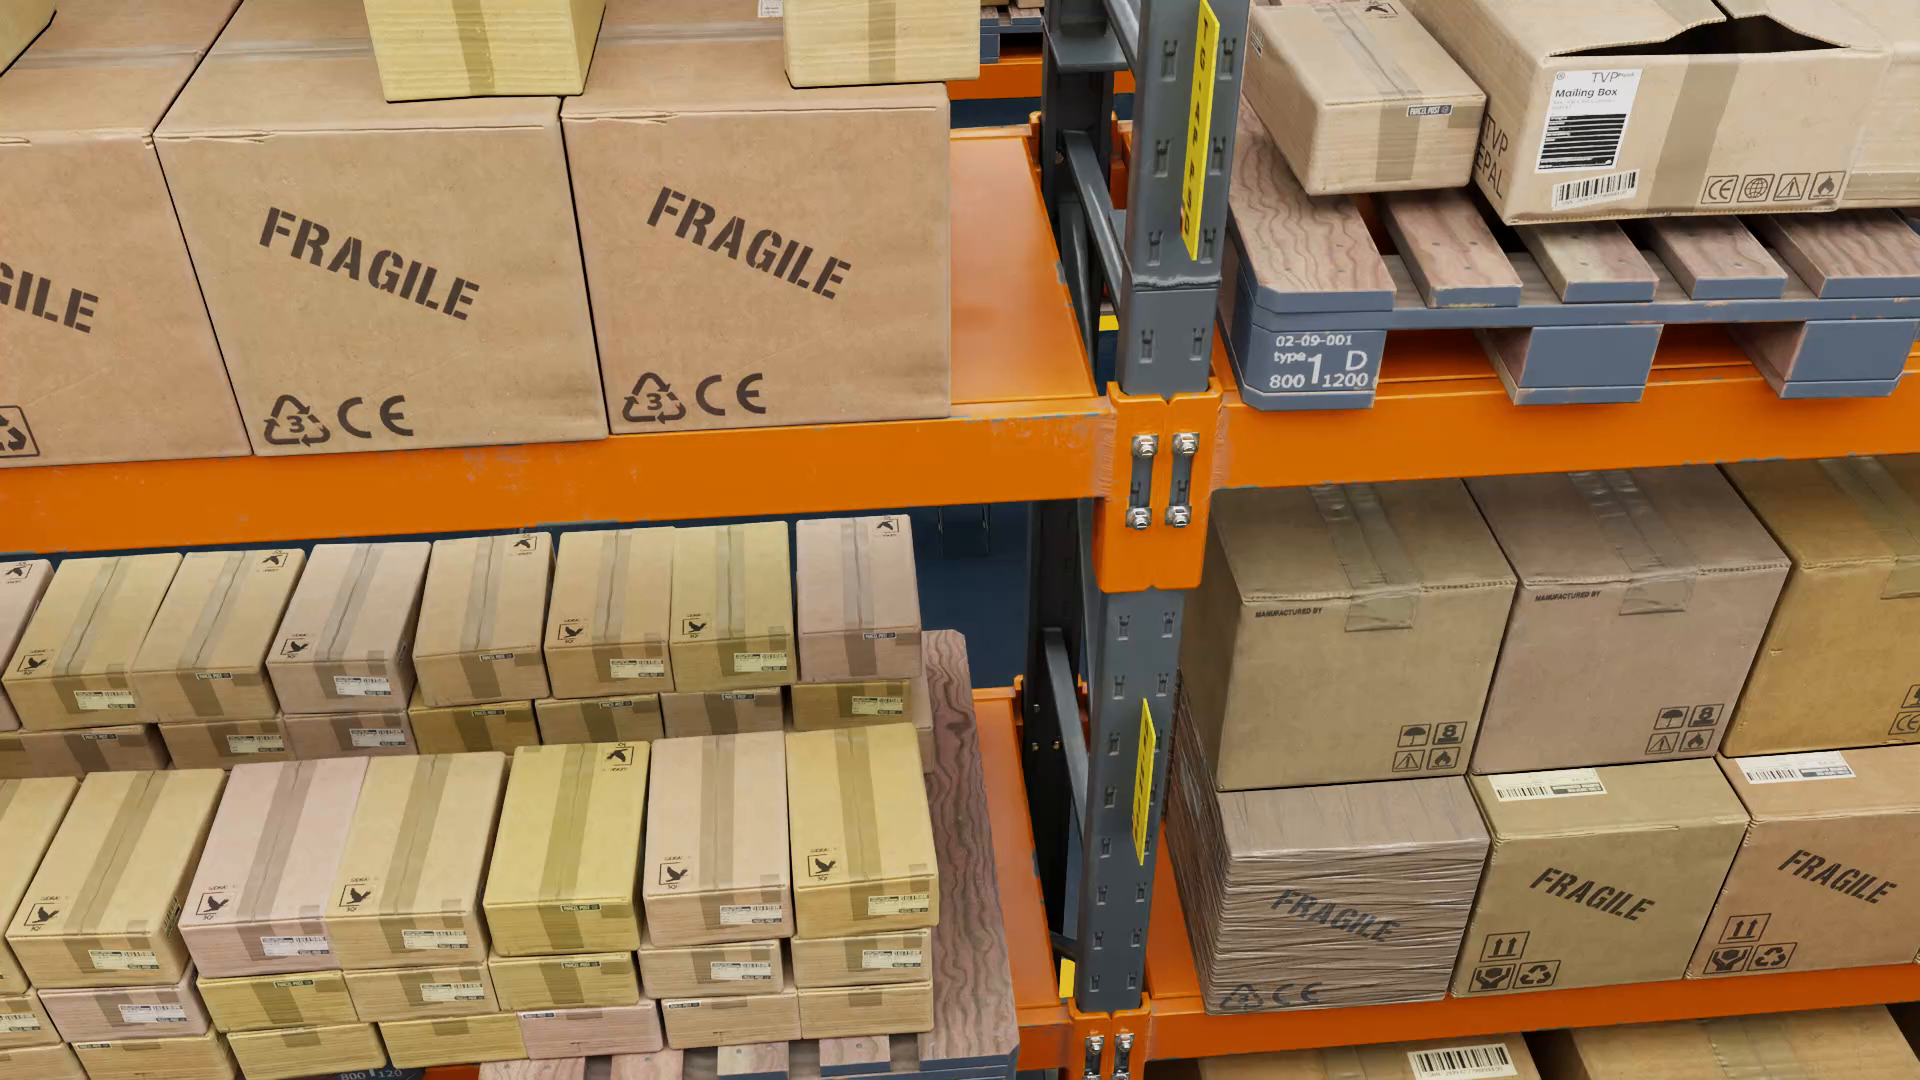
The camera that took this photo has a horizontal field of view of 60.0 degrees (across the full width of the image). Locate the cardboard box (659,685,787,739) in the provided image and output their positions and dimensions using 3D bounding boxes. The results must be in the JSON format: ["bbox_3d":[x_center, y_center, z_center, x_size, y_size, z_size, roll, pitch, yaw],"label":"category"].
[{"bbox_3d":[-0.506,0.251,3.634,0.250,0.149,0.380,-1,38,-2],"label":"cardboard box"}]

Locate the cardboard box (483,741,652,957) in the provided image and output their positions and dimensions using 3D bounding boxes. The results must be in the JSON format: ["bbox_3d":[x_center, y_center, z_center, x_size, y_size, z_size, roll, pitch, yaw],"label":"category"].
[{"bbox_3d":[-0.696,0.552,3.012,0.250,0.149,0.380,-2,38,-3],"label":"cardboard box"}]

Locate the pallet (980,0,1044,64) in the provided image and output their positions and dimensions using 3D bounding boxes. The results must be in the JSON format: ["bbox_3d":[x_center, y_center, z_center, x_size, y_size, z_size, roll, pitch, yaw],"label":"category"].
[{"bbox_3d":[0.424,-2.563,7.731,1.003,0.211,1.213,-3,38,-4],"label":"pallet"}]

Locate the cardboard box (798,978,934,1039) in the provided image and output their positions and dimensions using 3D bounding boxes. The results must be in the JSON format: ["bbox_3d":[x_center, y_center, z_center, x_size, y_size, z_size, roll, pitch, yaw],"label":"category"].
[{"bbox_3d":[-0.188,0.760,3.229,0.250,0.149,0.380,-3,38,-3],"label":"cardboard box"}]

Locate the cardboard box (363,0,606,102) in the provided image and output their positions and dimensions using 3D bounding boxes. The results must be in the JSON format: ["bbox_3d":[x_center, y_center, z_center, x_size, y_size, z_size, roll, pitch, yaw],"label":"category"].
[{"bbox_3d":[-0.626,-0.782,2.199,0.258,0.266,0.396,-3,38,-4],"label":"cardboard box"}]

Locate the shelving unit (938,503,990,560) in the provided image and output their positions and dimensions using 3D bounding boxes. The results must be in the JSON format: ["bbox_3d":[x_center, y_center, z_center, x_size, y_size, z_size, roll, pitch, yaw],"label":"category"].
[{"bbox_3d":[0.014,-0.472,6.379,0.189,1.200,0.258,-3,38,-4],"label":"shelving unit"}]

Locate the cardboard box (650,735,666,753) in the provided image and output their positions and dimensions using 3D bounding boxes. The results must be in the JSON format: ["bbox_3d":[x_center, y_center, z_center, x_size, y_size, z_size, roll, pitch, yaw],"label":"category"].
[{"bbox_3d":[-0.737,0.379,3.712,0.250,0.149,0.380,-1,38,-2],"label":"cardboard box"}]

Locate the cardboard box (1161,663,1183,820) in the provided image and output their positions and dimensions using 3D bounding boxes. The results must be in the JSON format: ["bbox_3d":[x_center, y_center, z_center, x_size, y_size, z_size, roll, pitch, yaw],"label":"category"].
[{"bbox_3d":[0.688,0.286,3.885,0.500,0.500,0.500,-3,38,-4],"label":"cardboard box"}]

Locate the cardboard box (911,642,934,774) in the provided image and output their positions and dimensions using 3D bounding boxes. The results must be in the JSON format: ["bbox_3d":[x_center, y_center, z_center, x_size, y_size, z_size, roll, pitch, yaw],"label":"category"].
[{"bbox_3d":[-0.201,0.349,3.750,0.250,0.149,0.380,-4,38,-5],"label":"cardboard box"}]

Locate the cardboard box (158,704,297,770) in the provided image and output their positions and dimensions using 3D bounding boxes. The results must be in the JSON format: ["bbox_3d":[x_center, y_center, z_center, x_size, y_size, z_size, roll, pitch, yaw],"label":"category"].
[{"bbox_3d":[-1.519,0.307,3.563,0.250,0.149,0.380,-3,38,-4],"label":"cardboard box"}]

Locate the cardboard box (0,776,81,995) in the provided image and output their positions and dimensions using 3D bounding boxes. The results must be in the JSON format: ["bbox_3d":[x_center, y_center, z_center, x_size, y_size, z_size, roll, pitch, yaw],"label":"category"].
[{"bbox_3d":[-1.732,0.609,2.940,0.250,0.149,0.380,-2,38,-3],"label":"cardboard box"}]

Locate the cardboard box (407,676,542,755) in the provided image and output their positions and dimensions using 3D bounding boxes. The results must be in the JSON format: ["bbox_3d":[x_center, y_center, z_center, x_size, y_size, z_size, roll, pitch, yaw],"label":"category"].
[{"bbox_3d":[-1.023,0.282,3.595,0.250,0.149,0.380,-3,38,-4],"label":"cardboard box"}]

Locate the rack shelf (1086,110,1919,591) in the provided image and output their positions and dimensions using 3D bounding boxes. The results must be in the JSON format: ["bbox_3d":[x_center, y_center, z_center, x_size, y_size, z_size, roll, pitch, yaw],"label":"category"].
[{"bbox_3d":[2.255,-0.489,3.108,4.000,0.370,1.077,-3,38,-4],"label":"rack shelf"}]

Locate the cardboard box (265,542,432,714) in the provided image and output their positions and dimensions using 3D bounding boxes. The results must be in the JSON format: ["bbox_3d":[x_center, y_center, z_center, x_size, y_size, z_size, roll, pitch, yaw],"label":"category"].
[{"bbox_3d":[-1.260,0.179,3.485,0.250,0.149,0.380,-1,38,-2],"label":"cardboard box"}]

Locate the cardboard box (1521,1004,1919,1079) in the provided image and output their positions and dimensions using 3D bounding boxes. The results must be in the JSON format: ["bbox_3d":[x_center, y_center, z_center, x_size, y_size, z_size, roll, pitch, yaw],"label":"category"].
[{"bbox_3d":[1.748,1.206,4.277,0.750,0.750,1.050,-3,38,-3],"label":"cardboard box"}]

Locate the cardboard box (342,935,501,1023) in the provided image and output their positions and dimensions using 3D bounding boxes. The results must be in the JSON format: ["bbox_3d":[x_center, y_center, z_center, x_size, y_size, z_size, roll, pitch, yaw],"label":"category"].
[{"bbox_3d":[-0.966,0.686,3.083,0.250,0.149,0.380,-3,38,-4],"label":"cardboard box"}]

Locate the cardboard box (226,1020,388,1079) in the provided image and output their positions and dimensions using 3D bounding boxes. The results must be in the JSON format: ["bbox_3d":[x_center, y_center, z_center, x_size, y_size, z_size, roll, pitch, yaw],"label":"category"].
[{"bbox_3d":[-1.208,0.814,3.161,0.250,0.149,0.380,-5,39,-6],"label":"cardboard box"}]

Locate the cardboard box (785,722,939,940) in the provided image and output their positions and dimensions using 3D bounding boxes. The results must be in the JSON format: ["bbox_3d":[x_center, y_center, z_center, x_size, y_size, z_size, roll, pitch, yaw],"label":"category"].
[{"bbox_3d":[-0.185,0.525,3.046,0.250,0.149,0.380,-5,39,-6],"label":"cardboard box"}]

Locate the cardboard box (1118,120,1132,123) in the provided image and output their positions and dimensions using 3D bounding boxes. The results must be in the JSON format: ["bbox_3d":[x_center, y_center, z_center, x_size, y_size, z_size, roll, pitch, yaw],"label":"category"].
[{"bbox_3d":[1.022,-1.737,8.312,0.625,0.372,0.950,-4,38,-5],"label":"cardboard box"}]

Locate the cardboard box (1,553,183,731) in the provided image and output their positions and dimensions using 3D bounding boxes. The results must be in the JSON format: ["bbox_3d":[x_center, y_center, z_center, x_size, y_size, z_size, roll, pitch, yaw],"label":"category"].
[{"bbox_3d":[-1.772,0.206,3.451,0.250,0.149,0.380,-4,38,-5],"label":"cardboard box"}]

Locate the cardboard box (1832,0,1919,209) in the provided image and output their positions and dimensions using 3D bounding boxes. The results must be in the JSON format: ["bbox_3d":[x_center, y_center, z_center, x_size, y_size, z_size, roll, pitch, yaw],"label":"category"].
[{"bbox_3d":[1.502,-0.739,2.545,0.500,0.250,0.500,-2,38,-3],"label":"cardboard box"}]

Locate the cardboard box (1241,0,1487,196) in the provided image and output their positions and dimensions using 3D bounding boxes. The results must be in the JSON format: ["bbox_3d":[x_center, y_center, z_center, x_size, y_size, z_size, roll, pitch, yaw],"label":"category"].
[{"bbox_3d":[0.610,-0.687,2.561,0.250,0.149,0.380,-5,39,-6],"label":"cardboard box"}]

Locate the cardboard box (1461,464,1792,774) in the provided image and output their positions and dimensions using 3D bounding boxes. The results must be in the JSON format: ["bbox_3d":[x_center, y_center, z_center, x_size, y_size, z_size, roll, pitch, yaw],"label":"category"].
[{"bbox_3d":[1.215,0.037,3.394,0.500,0.500,0.700,-4,38,-5],"label":"cardboard box"}]

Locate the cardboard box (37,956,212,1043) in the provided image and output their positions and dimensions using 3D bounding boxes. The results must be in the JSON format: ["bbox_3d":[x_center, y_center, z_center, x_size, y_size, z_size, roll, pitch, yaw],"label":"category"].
[{"bbox_3d":[-1.473,0.713,3.049,0.250,0.149,0.380,-2,38,-3],"label":"cardboard box"}]

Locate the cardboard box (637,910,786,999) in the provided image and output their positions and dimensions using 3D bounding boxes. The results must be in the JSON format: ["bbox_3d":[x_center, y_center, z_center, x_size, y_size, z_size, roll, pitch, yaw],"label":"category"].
[{"bbox_3d":[-0.455,0.656,3.120,0.250,0.149,0.380,-2,38,-2],"label":"cardboard box"}]

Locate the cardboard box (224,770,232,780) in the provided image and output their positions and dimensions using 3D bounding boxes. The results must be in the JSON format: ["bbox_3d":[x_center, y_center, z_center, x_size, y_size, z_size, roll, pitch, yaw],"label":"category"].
[{"bbox_3d":[-1.521,0.423,3.656,0.250,0.149,0.380,-3,38,-3],"label":"cardboard box"}]

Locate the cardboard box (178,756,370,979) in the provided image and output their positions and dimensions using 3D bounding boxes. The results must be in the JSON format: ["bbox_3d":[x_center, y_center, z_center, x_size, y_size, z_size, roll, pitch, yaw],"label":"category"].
[{"bbox_3d":[-1.202,0.579,2.978,0.250,0.149,0.380,-3,38,-4],"label":"cardboard box"}]

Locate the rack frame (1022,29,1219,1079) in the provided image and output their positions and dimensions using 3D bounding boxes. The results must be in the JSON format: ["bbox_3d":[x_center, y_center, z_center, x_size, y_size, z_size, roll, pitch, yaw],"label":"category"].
[{"bbox_3d":[0.263,0.515,3.675,0.127,3.000,1.000,-3,38,-4],"label":"rack frame"}]

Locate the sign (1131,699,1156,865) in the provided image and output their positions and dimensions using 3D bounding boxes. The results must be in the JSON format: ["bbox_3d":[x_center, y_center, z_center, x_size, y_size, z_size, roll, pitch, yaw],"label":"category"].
[{"bbox_3d":[0.320,0.426,2.917,0.005,0.325,0.100,-3,38,-4],"label":"sign"}]

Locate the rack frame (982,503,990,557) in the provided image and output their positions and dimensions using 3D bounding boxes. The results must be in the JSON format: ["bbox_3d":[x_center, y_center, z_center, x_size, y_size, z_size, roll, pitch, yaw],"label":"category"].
[{"bbox_3d":[0.106,-0.477,6.386,0.006,1.200,0.240,-3,38,-4],"label":"rack frame"}]

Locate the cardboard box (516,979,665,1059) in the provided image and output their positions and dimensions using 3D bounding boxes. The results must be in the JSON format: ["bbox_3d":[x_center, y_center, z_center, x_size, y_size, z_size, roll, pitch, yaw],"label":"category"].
[{"bbox_3d":[-0.691,0.787,3.195,0.250,0.149,0.380,-3,38,-3],"label":"cardboard box"}]

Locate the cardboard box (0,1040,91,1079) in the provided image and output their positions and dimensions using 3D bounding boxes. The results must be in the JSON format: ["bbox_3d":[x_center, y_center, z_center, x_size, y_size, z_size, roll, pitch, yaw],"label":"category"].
[{"bbox_3d":[-1.737,0.844,3.122,0.250,0.149,0.380,-5,39,-6],"label":"cardboard box"}]

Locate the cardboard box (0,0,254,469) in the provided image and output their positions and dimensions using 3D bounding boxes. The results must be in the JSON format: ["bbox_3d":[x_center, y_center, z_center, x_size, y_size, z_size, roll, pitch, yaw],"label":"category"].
[{"bbox_3d":[-1.279,-0.453,2.400,0.500,0.500,0.500,-3,38,-4],"label":"cardboard box"}]

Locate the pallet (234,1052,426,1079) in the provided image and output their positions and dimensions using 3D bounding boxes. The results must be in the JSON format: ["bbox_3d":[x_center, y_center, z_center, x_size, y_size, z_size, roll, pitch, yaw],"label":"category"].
[{"bbox_3d":[-1.705,0.725,3.565,1.213,0.211,1.003,-3,38,-4],"label":"pallet"}]

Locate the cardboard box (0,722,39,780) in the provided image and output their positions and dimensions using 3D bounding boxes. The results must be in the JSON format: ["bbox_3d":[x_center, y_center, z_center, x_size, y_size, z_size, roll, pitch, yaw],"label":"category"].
[{"bbox_3d":[-2.030,0.334,3.529,0.250,0.149,0.380,-3,38,-4],"label":"cardboard box"}]

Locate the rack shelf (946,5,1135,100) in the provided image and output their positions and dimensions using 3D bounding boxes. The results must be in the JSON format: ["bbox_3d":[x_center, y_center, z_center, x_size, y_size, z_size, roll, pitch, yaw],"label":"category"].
[{"bbox_3d":[1.716,-2.360,7.901,4.000,0.370,1.077,-3,38,-4],"label":"rack shelf"}]

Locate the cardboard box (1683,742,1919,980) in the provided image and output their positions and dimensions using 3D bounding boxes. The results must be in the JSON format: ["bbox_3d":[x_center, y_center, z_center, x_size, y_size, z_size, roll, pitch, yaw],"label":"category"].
[{"bbox_3d":[1.743,0.561,3.537,0.500,0.500,0.500,-3,38,-4],"label":"cardboard box"}]

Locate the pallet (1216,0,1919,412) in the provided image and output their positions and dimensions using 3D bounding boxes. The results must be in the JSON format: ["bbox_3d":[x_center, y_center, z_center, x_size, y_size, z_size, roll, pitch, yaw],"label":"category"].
[{"bbox_3d":[0.900,-0.656,2.891,1.003,0.211,1.213,-1,38,-2],"label":"pallet"}]

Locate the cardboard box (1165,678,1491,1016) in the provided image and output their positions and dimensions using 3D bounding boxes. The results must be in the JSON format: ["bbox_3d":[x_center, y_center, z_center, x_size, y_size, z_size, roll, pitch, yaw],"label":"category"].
[{"bbox_3d":[0.734,0.618,3.464,0.500,0.500,0.500,-3,38,-3],"label":"cardboard box"}]

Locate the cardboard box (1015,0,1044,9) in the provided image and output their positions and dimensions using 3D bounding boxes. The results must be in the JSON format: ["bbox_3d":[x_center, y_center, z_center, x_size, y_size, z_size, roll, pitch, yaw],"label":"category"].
[{"bbox_3d":[0.349,-2.497,7.357,0.250,0.149,0.380,-5,39,-7],"label":"cardboard box"}]

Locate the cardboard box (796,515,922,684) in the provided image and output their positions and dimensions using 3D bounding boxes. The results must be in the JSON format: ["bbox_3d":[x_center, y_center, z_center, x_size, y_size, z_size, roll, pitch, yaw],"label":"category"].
[{"bbox_3d":[-0.219,0.122,3.558,0.250,0.149,0.380,-3,38,-4],"label":"cardboard box"}]

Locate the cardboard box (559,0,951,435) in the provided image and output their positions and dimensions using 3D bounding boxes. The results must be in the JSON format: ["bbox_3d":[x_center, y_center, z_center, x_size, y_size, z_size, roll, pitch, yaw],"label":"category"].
[{"bbox_3d":[-0.283,-0.513,2.477,0.500,0.500,0.500,-3,38,-4],"label":"cardboard box"}]

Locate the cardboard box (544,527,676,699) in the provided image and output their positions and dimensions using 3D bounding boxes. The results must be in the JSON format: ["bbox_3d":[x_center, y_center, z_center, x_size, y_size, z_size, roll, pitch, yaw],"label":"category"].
[{"bbox_3d":[-0.727,0.149,3.524,0.250,0.149,0.380,-3,38,-4],"label":"cardboard box"}]

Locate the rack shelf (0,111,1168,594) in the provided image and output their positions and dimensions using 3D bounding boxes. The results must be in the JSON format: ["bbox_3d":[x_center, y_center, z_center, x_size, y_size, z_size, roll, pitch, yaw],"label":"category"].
[{"bbox_3d":[-1.729,-0.270,2.830,4.000,0.370,1.077,-3,38,-4],"label":"rack shelf"}]
